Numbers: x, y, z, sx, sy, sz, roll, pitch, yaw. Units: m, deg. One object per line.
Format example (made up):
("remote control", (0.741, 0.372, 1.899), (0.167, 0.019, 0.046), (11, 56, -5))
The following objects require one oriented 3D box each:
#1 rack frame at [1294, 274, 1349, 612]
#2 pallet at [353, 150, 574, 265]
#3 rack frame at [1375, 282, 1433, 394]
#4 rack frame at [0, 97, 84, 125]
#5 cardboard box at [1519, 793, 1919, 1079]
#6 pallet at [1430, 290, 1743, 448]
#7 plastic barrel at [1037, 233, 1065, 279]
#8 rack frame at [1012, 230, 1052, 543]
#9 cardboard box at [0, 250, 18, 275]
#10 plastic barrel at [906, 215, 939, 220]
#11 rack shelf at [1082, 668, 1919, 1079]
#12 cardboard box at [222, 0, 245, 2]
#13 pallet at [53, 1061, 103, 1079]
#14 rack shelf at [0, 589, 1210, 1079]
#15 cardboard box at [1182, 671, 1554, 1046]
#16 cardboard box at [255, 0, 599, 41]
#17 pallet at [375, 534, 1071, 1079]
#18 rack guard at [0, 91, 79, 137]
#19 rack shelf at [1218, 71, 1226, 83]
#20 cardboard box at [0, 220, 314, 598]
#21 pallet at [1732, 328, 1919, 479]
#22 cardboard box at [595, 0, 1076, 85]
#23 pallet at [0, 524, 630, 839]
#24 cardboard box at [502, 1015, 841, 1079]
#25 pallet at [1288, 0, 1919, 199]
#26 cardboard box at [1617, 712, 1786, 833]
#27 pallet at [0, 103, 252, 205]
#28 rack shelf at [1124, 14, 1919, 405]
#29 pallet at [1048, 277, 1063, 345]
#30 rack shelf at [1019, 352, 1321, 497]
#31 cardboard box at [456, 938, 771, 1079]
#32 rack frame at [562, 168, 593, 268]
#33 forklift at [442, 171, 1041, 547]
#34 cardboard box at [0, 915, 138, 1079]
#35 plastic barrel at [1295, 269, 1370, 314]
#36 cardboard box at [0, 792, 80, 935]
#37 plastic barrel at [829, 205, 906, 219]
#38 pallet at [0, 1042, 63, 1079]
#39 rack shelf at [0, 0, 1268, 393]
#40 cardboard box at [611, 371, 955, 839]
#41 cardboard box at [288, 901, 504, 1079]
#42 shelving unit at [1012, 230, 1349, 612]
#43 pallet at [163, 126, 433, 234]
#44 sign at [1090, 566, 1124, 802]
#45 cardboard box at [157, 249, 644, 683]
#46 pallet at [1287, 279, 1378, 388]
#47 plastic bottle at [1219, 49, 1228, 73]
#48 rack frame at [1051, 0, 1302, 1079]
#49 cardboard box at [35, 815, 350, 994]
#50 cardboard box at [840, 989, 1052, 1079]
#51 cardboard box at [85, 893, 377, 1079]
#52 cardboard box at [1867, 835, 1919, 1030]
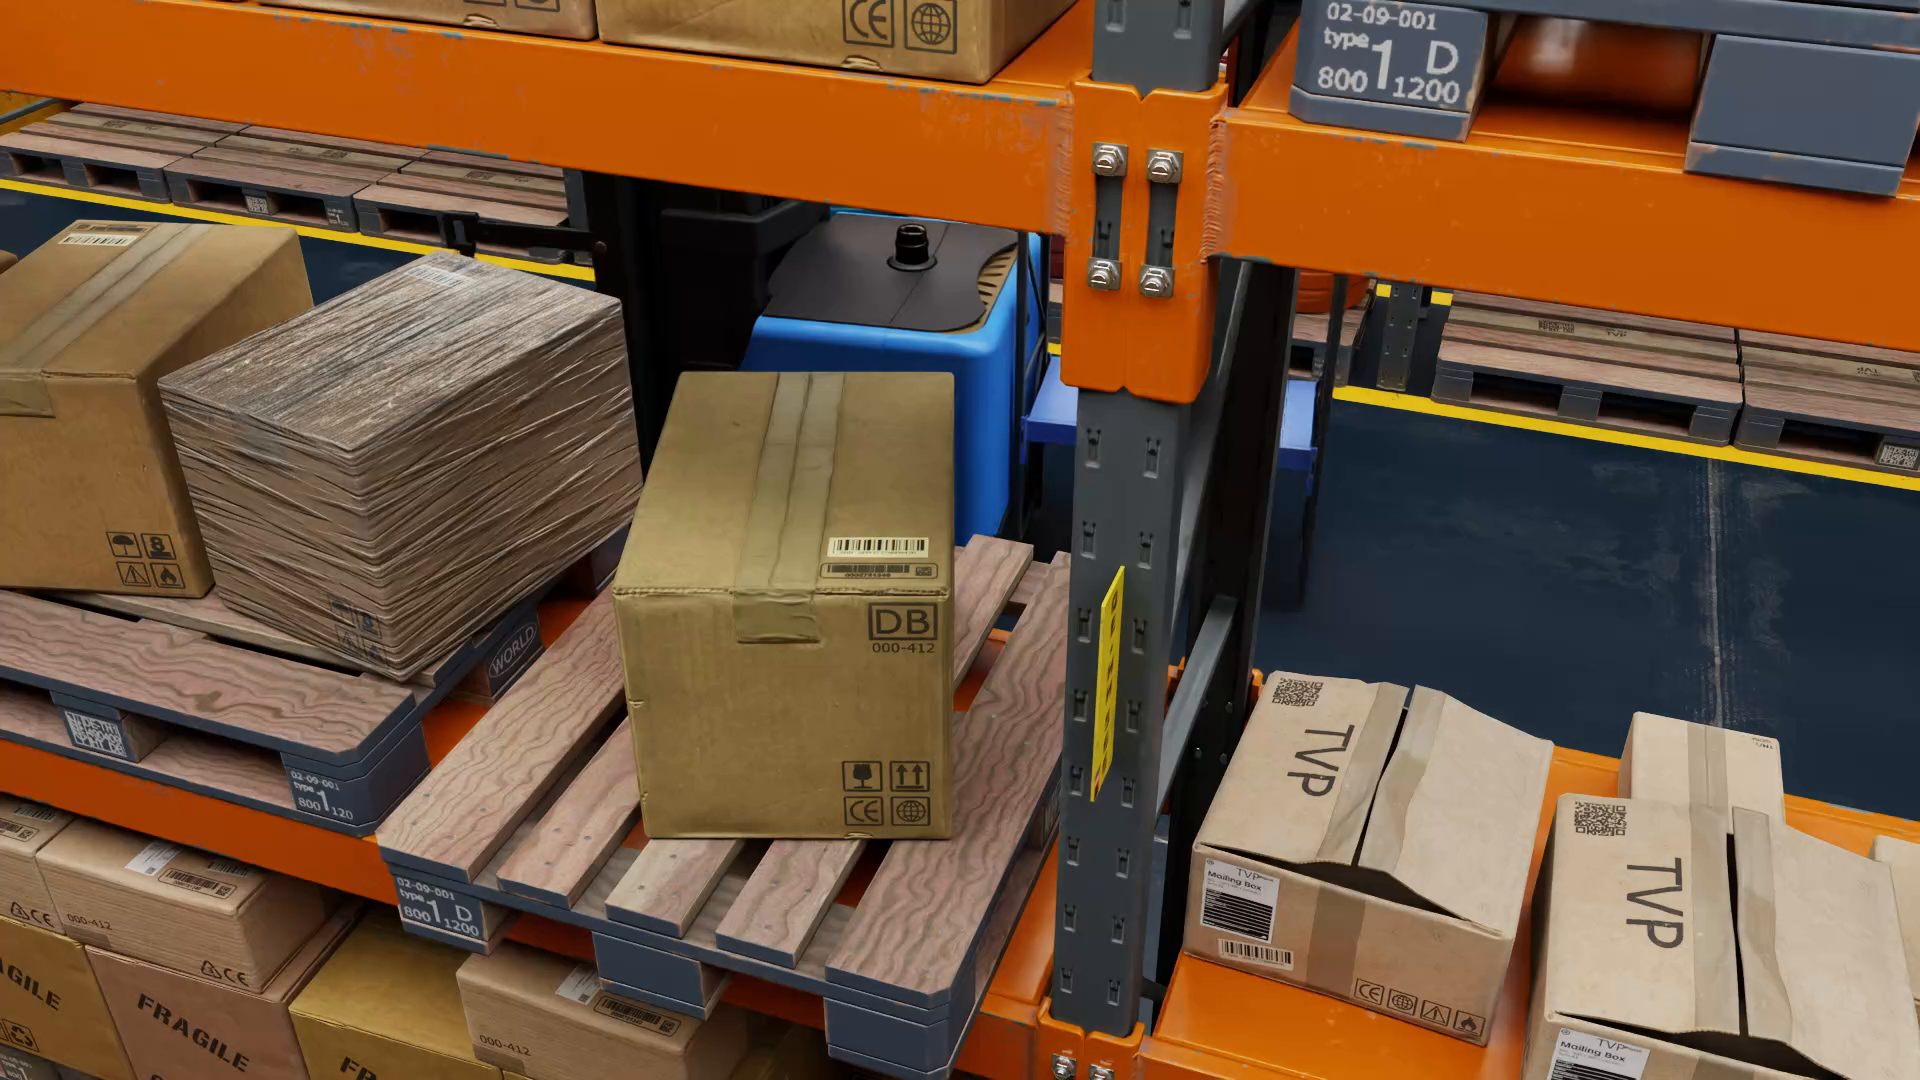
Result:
("rack frame", (1.246, -0.510, 5.657), (0.032, 1.500, 0.500), (7, 33, 10))
("pallet", (-2.427, -1.837, 8.901), (1.213, 0.211, 1.003), (11, 34, 16))
("rack frame", (2.044, -2.162, 6.833), (0.127, 3.000, 1.000), (11, 34, 16))
("rack frame", (-5.487, -3.626, 9.100), (0.127, 3.000, 1.000), (11, 34, 16))
("cardboard box", (1.146, 0.667, 2.534), (0.500, 0.311, 0.500), (11, 34, 16))
("pallet", (2.760, -0.829, 7.339), (1.213, 0.211, 1.003), (11, 34, 16))
("plastic barrel", (0.514, -1.613, 7.818), (0.708, 0.588, 0.600), (11, 34, 16))
("rack frame", (0.253, -0.628, 5.841), (0.032, 1.500, 0.500), (7, 33, 10))
("cardboard box", (-2.357, -0.289, 3.453), (0.500, 0.500, 0.700), (17, 36, 24))
("plastic barrel", (-0.048, -1.638, 7.928), (0.421, 0.512, 0.421), (0, 33, 0))
("rack shelf", (2.252, 1.035, 2.545), (4.000, 0.370, 1.077), (11, 34, 16))
("cardboard box", (-1.023, -1.187, 2.465), (0.500, 0.500, 0.910), (11, 34, 16))
("pallet", (-1.466, 1.158, 4.262), (1.213, 0.211, 1.003), (11, 34, 16))
("rack shelf", (-1.514, 0.303, 3.679), (4.000, 0.370, 1.077), (11, 34, 16))
("cardboard box", (0.697, 0.493, 2.803), (0.500, 0.311, 0.500), (13, 35, 19))
("cardboard box", (-0.533, -1.091, 2.317), (0.500, 0.500, 0.910), (11, 34, 16))
("pallet", (-0.293, 0.359, 3.105), (1.003, 0.211, 1.213), (11, 34, 16))
("rack guard", (-5.514, -2.573, 9.775), (0.348, 0.500, 1.175), (11, 34, 16))
("rack shelf", (0.161, -2.226, 7.595), (4.000, 0.370, 1.077), (11, 34, 16))
("cardboard box", (-1.713, -0.292, 3.457), (0.500, 0.500, 0.700), (3, 33, 4))
("pallet", (3.904, -0.605, 6.992), (1.213, 0.211, 1.003), (11, 34, 16))
("cardboard box", (-0.053, -0.998, 2.173), (0.500, 0.500, 0.910), (11, 34, 16))
("pallet", (-1.463, 0.094, 3.516), (1.213, 0.211, 1.003), (11, 34, 16))
("cardboard box", (-0.591, 1.181, 3.555), (0.500, 0.500, 0.500), (12, 35, 18))
("pallet", (1.038, -0.736, 2.033), (1.003, 0.211, 1.213), (13, 35, 19))
("cardboard box", (1.309, 0.496, 2.948), (0.250, 0.149, 0.380), (11, 34, 16))
("pallet", (-4.724, -2.284, 9.592), (1.213, 0.211, 1.003), (11, 34, 16))
("rack shelf", (2.252, -0.225, 1.731), (4.000, 0.370, 1.077), (11, 34, 16))
("pallet", (0.143, -1.337, 8.127), (1.213, 0.211, 1.003), (11, 34, 16))
("rack shelf", (0.750, -0.418, 5.846), (1.000, 0.185, 0.538), (7, 33, 10))
("cardboard box", (-0.645, 0.858, 3.364), (0.500, 0.250, 0.500), (12, 35, 18))
("rack frame", (-1.722, -2.894, 7.967), (0.127, 3.000, 1.000), (11, 34, 16))
("forklift", (-1.253, -1.381, 5.687), (3.031, 2.935, 1.130), (7, 33, 10))
("cardboard box", (-2.050, 0.900, 3.989), (0.500, 0.500, 0.500), (11, 35, 17))
("plastic barrel", (1.577, -1.507, 7.433), (0.708, 0.830, 0.600), (11, 34, 16))
("cardboard box", (-2.082, 0.581, 3.792), (0.500, 0.250, 0.500), (11, 34, 17))
("plastic barrel", (-0.549, -1.951, 8.054), (0.708, 0.901, 0.600), (11, 34, 16))
("pallet", (-2.618, 0.936, 4.606), (1.213, 0.211, 1.003), (11, 34, 16))
("rack shelf", (-1.514, -0.957, 2.865), (4.000, 0.370, 1.077), (11, 34, 16))
("cardboard box", (-0.262, 0.091, 2.865), (0.500, 0.500, 0.700), (0, 33, 0))
("cardboard box", (-1.078, 1.086, 3.702), (0.500, 0.500, 0.500), (10, 34, 15))
("shelving unit", (0.750, -0.569, 5.749), (1.048, 1.500, 0.538), (7, 33, 10))
("pallet", (-3.580, -2.059, 9.245), (1.213, 0.211, 1.003), (11, 34, 16))
("sign", (0.195, 0.192, 2.192), (0.005, 0.325, 0.100), (11, 34, 16))
("cardboard box", (-1.058, -0.174, 3.275), (0.500, 0.500, 0.700), (18, 37, 25))
("pallet", (1.287, -1.113, 7.780), (1.213, 0.211, 1.003), (11, 34, 16))
("plastic bottle", (1.107, -2.025, 6.804), (0.097, 0.201, 0.097), (0, 33, 0))
("rack frame", (0.368, 0.368, 2.914), (0.053, 2.616, 0.949), (11, 34, 16))
("cardboard box", (-1.610, 0.673, 3.651), (0.500, 0.250, 0.500), (10, 34, 16))
("cardboard box", (0.037, 1.003, 3.830), (0.500, 0.500, 0.500), (12, 35, 18))
("cardboard box", (-1.574, 0.993, 3.845), (0.500, 0.500, 0.500), (10, 34, 15))
("cardboard box", (1.588, 0.677, 2.668), (0.250, 0.149, 0.380), (14, 35, 20))
